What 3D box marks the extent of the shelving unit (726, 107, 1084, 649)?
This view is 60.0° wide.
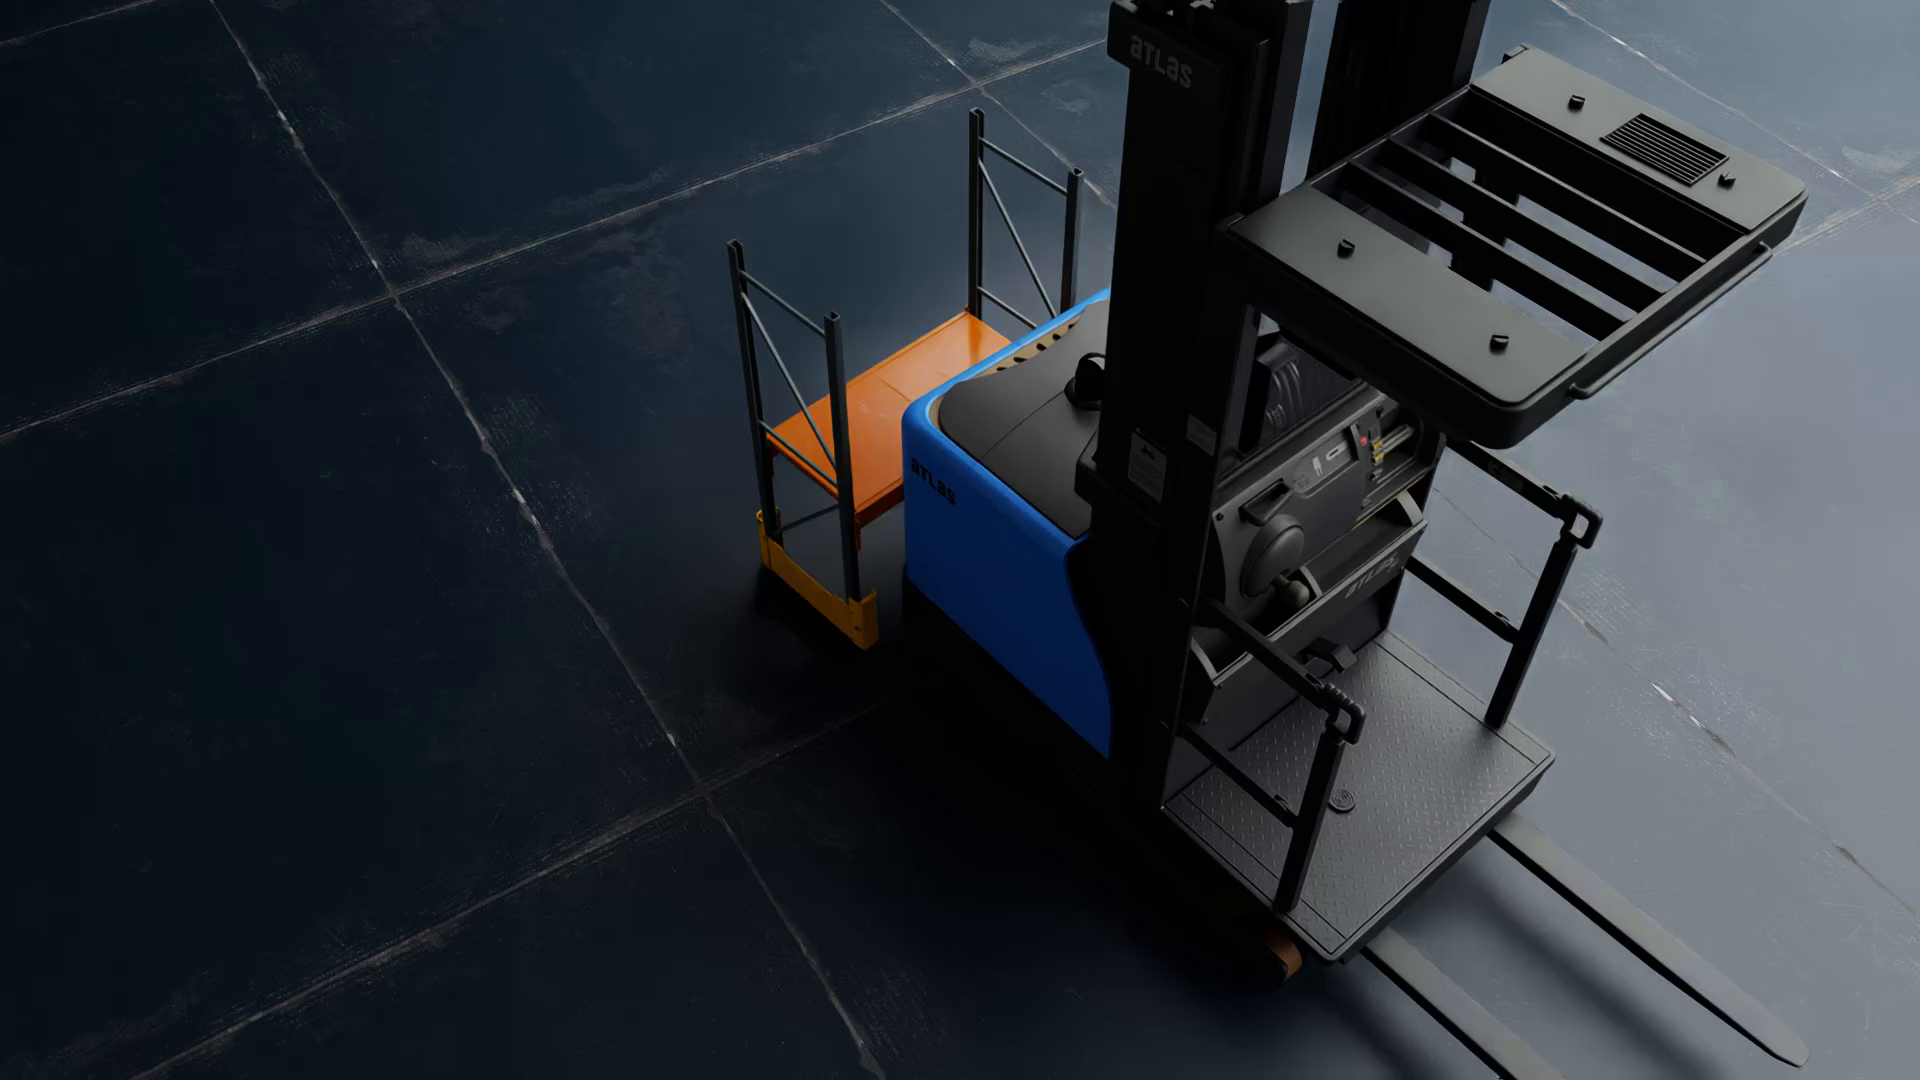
[{"bbox_3d":[-0.150,-0.541,5.727,1.083,1.500,0.587,-35,57,-27],"label":"shelving unit"}]

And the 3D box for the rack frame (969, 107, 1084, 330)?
[{"bbox_3d":[0.213,-0.796,5.955,0.032,1.500,0.500,-35,57,-27],"label":"rack frame"}]

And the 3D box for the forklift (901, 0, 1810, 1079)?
[{"bbox_3d":[1.145,-0.072,4.352,1.130,2.935,3.031,-33,56,-26],"label":"forklift"}]

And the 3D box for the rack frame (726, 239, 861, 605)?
[{"bbox_3d":[-0.527,-0.276,5.491,0.032,1.500,0.500,-35,57,-27],"label":"rack frame"}]

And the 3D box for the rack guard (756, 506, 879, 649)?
[{"bbox_3d":[-0.512,0.130,5.967,0.087,0.250,0.587,-35,57,-27],"label":"rack guard"}]

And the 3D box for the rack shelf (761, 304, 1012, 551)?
[{"bbox_3d":[-0.157,-0.416,5.857,1.000,0.185,0.538,-35,57,-27],"label":"rack shelf"}]
